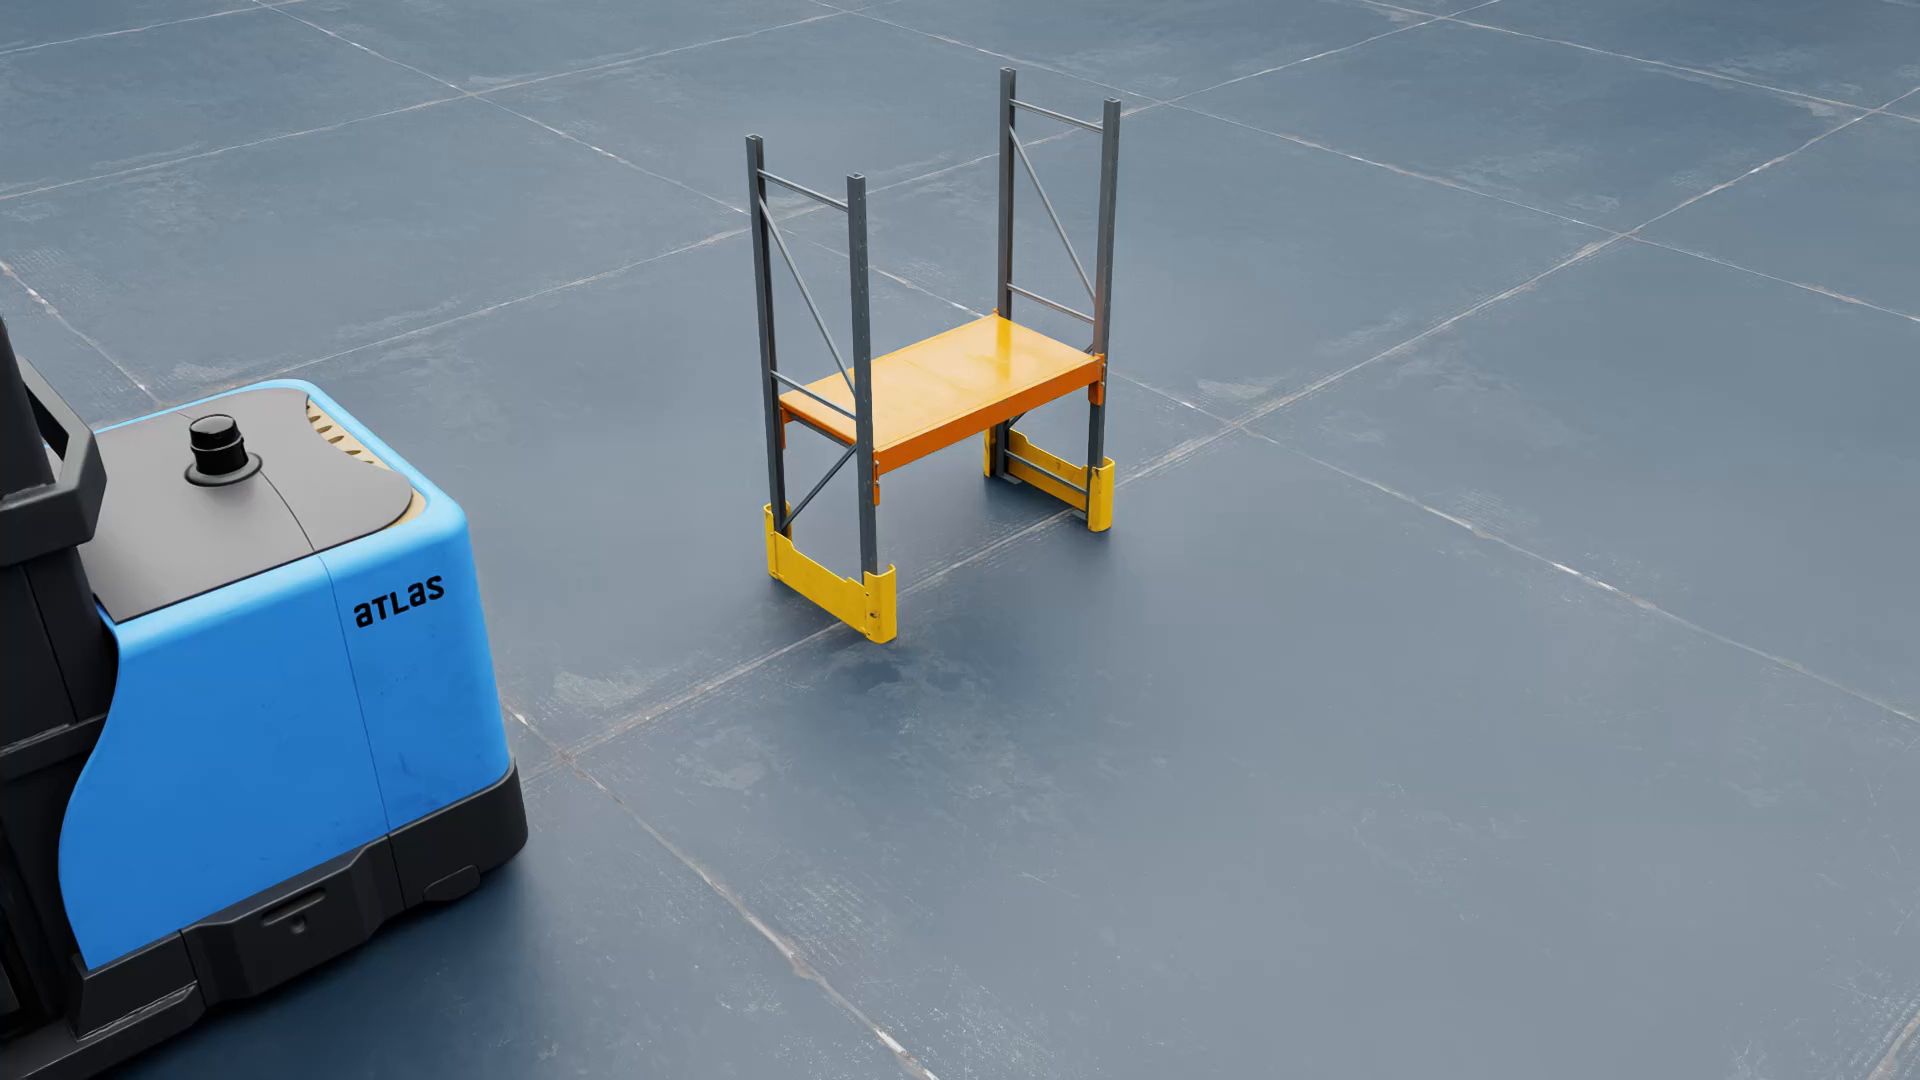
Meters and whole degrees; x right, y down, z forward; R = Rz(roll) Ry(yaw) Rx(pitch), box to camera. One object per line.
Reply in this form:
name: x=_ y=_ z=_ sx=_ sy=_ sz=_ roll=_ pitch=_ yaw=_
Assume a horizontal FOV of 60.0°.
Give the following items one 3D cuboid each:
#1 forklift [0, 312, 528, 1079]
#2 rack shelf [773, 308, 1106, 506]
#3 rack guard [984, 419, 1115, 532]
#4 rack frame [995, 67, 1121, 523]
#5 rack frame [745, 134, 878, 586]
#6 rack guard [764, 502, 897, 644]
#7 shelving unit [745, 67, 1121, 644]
forklift: x=-2.573 y=-0.093 z=3.093 sx=3.031 sy=2.935 sz=1.130 roll=-24 pitch=39 yaw=-34
rack shelf: x=-0.063 y=-0.456 z=5.403 sx=1.000 sy=0.185 sz=0.538 roll=-26 pitch=40 yaw=-35
rack guard: x=0.309 y=-0.256 z=5.929 sx=0.087 sy=0.250 sz=0.587 roll=-26 pitch=40 yaw=-35
rack frame: x=0.310 y=-0.790 z=5.604 sx=0.032 sy=1.500 sz=0.500 roll=-26 pitch=40 yaw=-35
rack frame: x=-0.435 y=-0.429 z=5.014 sx=0.032 sy=1.500 sz=0.500 roll=-26 pitch=40 yaw=-35
rack guard: x=-0.421 y=0.097 z=5.352 sx=0.087 sy=0.250 sz=0.587 roll=-26 pitch=40 yaw=-35
shelving unit: x=-0.056 y=-0.613 z=5.315 sx=1.083 sy=1.500 sz=0.587 roll=-26 pitch=40 yaw=-35
